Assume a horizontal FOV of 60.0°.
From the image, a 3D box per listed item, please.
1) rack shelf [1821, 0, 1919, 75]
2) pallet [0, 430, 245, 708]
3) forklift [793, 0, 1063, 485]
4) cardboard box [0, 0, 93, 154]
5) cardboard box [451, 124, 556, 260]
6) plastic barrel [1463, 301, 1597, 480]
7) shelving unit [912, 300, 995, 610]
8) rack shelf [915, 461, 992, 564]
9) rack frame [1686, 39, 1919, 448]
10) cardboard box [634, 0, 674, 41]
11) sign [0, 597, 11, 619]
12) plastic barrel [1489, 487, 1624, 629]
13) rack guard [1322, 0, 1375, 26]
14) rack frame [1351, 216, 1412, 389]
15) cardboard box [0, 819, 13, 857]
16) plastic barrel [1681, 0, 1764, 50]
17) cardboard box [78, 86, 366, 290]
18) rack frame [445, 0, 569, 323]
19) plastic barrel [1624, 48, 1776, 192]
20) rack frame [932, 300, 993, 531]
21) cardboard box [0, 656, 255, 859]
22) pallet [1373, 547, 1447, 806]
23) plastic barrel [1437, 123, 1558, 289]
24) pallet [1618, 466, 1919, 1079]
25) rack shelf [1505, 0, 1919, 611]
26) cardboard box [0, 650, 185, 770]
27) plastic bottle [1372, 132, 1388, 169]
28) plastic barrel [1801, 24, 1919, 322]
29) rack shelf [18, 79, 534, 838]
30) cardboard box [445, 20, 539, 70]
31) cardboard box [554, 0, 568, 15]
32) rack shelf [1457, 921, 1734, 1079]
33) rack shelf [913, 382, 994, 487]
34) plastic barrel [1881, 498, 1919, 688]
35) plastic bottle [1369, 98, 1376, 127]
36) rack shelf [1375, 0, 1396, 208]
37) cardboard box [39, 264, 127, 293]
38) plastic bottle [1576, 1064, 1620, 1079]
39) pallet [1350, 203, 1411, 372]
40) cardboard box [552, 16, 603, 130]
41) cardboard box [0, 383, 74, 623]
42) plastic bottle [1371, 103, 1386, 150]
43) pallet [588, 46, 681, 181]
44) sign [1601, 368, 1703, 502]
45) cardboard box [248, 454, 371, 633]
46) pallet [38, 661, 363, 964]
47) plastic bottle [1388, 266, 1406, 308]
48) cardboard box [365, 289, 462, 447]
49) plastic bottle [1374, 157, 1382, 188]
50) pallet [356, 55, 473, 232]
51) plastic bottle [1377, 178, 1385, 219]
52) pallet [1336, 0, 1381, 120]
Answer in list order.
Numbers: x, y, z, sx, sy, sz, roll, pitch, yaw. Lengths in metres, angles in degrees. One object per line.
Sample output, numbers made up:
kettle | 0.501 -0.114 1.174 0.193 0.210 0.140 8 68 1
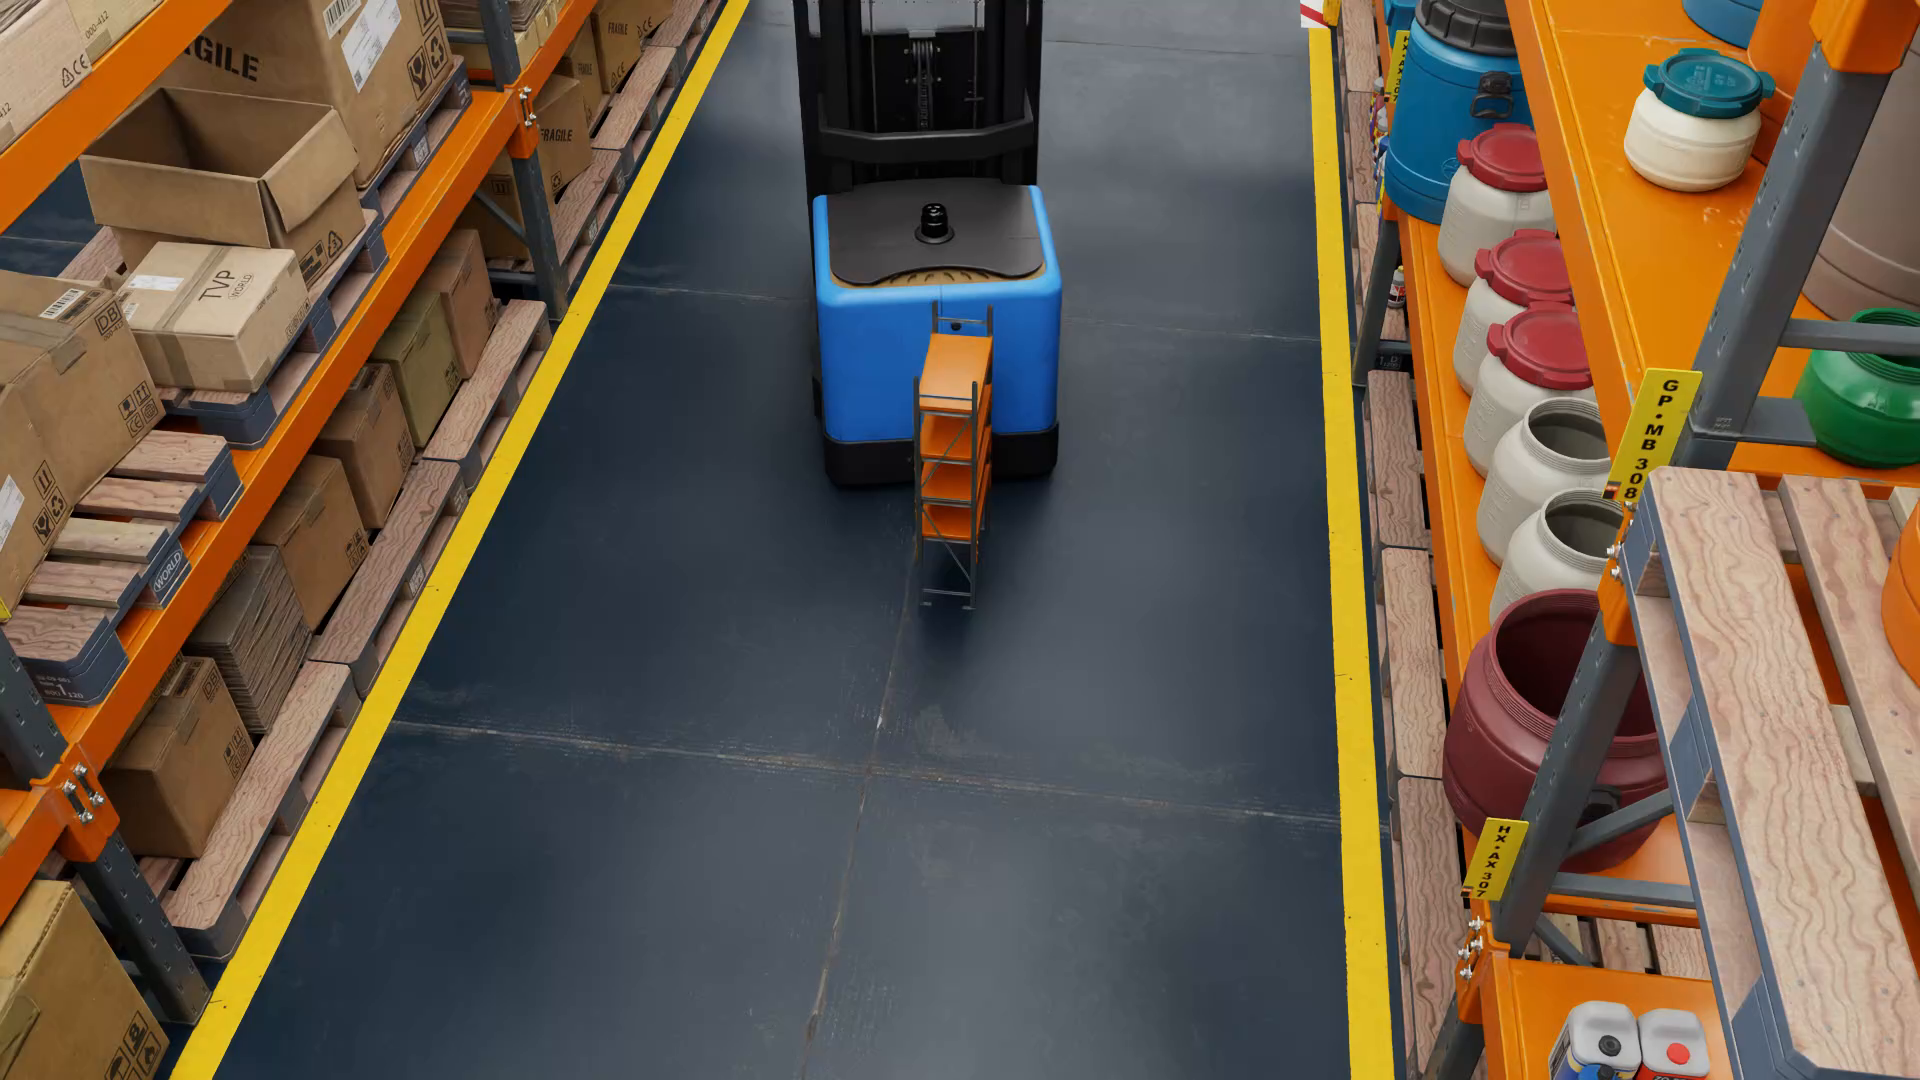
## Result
rack shelf | 1.607 0.491 1.022 1.077 0.370 4.000 5 44 6
pallet | -3.049 0.024 5.204 1.213 0.211 1.003 5 44 6
forklift | -0.204 -2.321 7.591 1.130 2.935 3.031 -3 44 -4
cardboard box | -2.655 -1.232 4.319 0.500 0.250 0.500 6 44 7
cardboard box | -2.416 -1.790 8.493 0.500 0.500 0.500 4 44 4
plastic barrel | 1.902 -0.448 5.465 0.433 0.535 0.433 0 43 0
shelving unit | -0.022 -0.323 6.741 0.258 1.200 0.503 5 44 6
rack shelf | -0.022 -0.130 6.923 0.258 0.148 0.480 5 44 6
rack frame | 1.872 -1.278 2.077 1.000 3.000 0.127 5 44 6
cardboard box | -2.124 -3.412 10.207 0.500 0.500 0.500 16 46 16
sign | -2.487 0.078 4.166 0.100 0.325 0.005 5 44 6
plastic barrel | 1.796 0.139 4.862 0.421 0.512 0.421 0 43 0
rack guard | 2.966 -3.588 10.698 1.175 0.500 0.348 5 44 6
rack frame | 2.401 -1.826 7.019 1.000 3.000 0.127 5 44 6
cardboard box | -2.857 0.773 4.202 0.500 0.500 0.500 6 44 7
plastic barrel | 2.376 -1.839 4.487 0.600 0.901 0.708 5 44 6
cardboard box | -2.647 -1.276 6.058 0.797 0.503 0.637 9 44 10
rack frame | -2.509 -2.276 7.494 1.000 3.000 0.127 5 44 6
plastic barrel | 1.808 -1.027 4.094 0.301 0.262 0.301 0 43 0
rack frame | 0.010 -0.489 6.916 0.240 1.200 0.015 5 44 6
cardboard box | -2.969 0.740 5.807 0.700 0.500 0.500 3 44 3
pallet | 2.176 0.559 6.528 1.003 0.211 1.213 5 44 6
plastic barrel | 2.057 -1.243 6.304 0.433 0.535 0.433 0 43 0
pallet | 1.674 0.392 2.632 1.003 0.211 1.213 5 44 6
rack shelf | 2.136 -1.291 4.795 1.077 0.370 4.000 5 44 6
cardboard box | -2.979 0.466 5.551 0.500 0.250 0.500 7 44 7
plastic bottle | 2.309 -2.119 9.044 0.097 0.201 0.097 0 43 0
plastic barrel | 2.195 -0.911 3.506 0.600 0.901 0.600 0 43 0
rack shelf | -2.773 -0.652 6.302 1.077 0.370 4.000 5 44 6
cardboard box | -2.182 -2.304 7.706 0.380 0.149 0.250 5 44 6
cardboard box | -2.131 -2.646 8.068 0.380 0.149 0.250 5 44 6
rack shelf | 1.607 2.525 2.947 1.077 0.370 4.000 5 44 6
rack shelf | -0.022 -0.436 6.633 0.258 0.148 0.480 5 44 6
plastic barrel | 1.794 -0.111 2.408 0.600 0.830 0.708 5 44 6
plastic bottle | 2.367 -2.418 9.359 0.097 0.201 0.097 0 43 0
rack shelf | 2.665 -2.928 8.706 1.077 0.370 4.000 5 44 6
cardboard box | -3.085 -0.815 5.743 0.396 0.266 0.258 4 44 4
plastic bottle | 1.452 1.289 3.823 0.097 0.271 0.097 0 43 0
pallet | 2.531 -1.267 8.457 1.003 0.211 1.213 5 44 6
cardboard box | -2.344 -2.611 9.361 0.500 0.500 0.500 2 43 2
cardboard box | -3.006 -0.110 4.829 0.500 0.500 0.500 0 43 0
plastic bottle | 2.335 -2.280 9.163 0.097 0.271 0.097 0 43 0
pallet | -2.296 -2.558 9.820 1.003 0.211 1.213 5 44 6
sign | 1.325 -0.196 3.192 0.100 0.325 0.005 5 44 6
cardboard box | -2.840 -0.027 6.617 0.700 0.500 0.500 9 44 9
pallet | -2.933 0.930 6.136 1.003 0.211 1.213 5 44 6
plastic bottle | 2.140 -1.245 8.121 0.097 0.201 0.097 0 43 0
cardboard box | -2.693 -0.788 7.421 0.700 0.500 0.500 5 44 5
plastic bottle | 2.282 -1.979 8.896 0.097 0.201 0.097 0 43 0
pallet | -2.754 -1.699 7.024 1.003 0.211 1.213 5 44 6
plastic bottle | 2.268 -1.840 8.640 0.144 0.351 0.185 5 44 5
pallet | 2.853 -2.930 10.213 1.003 0.211 1.213 5 44 6
